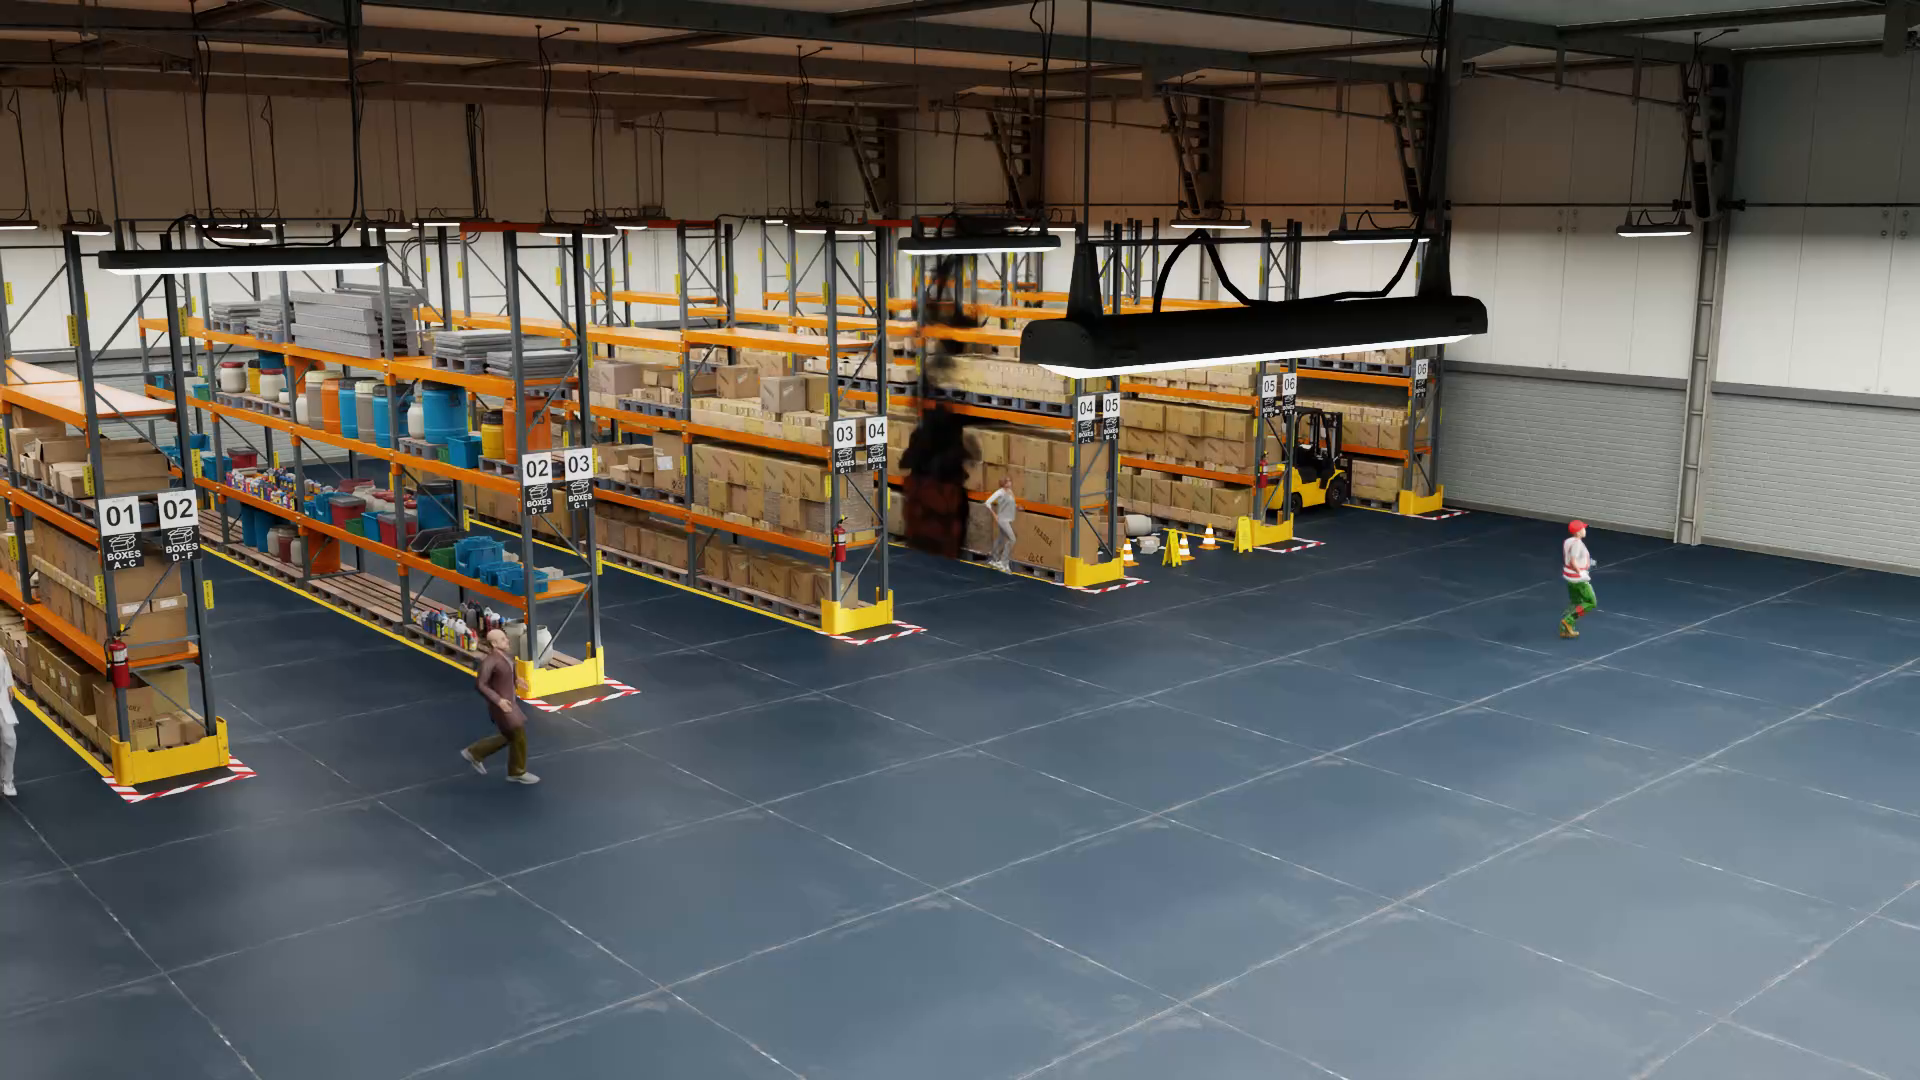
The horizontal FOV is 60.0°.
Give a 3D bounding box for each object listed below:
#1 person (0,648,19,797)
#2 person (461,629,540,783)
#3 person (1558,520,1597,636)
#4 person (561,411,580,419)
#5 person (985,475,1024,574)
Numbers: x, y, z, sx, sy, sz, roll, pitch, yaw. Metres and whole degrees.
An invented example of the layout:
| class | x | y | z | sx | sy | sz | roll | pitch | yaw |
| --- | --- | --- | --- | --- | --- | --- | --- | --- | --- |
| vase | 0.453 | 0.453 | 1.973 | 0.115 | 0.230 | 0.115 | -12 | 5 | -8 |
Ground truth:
| class | x | y | z | sx | sy | sz | roll | pitch | yaw |
| --- | --- | --- | --- | --- | --- | --- | --- | --- | --- |
| person | -10.588 | 1.889 | 18.109 | 0.833 | 1.867 | 0.716 | 8 | 14 | 35 |
| person | -5.109 | 1.841 | 18.366 | 0.844 | 1.771 | 0.704 | -1 | 11 | -6 |
| person | 9.171 | 0.570 | 24.564 | 0.584 | 1.742 | 0.643 | 0 | 11 | -2 |
| person | -9.385 | -2.555 | 40.172 | 0.725 | 1.732 | 0.576 | 3 | 12 | 13 |
| person | 0.761 | -0.263 | 27.721 | 0.665 | 1.661 | 0.503 | 6 | 13 | 26 |
